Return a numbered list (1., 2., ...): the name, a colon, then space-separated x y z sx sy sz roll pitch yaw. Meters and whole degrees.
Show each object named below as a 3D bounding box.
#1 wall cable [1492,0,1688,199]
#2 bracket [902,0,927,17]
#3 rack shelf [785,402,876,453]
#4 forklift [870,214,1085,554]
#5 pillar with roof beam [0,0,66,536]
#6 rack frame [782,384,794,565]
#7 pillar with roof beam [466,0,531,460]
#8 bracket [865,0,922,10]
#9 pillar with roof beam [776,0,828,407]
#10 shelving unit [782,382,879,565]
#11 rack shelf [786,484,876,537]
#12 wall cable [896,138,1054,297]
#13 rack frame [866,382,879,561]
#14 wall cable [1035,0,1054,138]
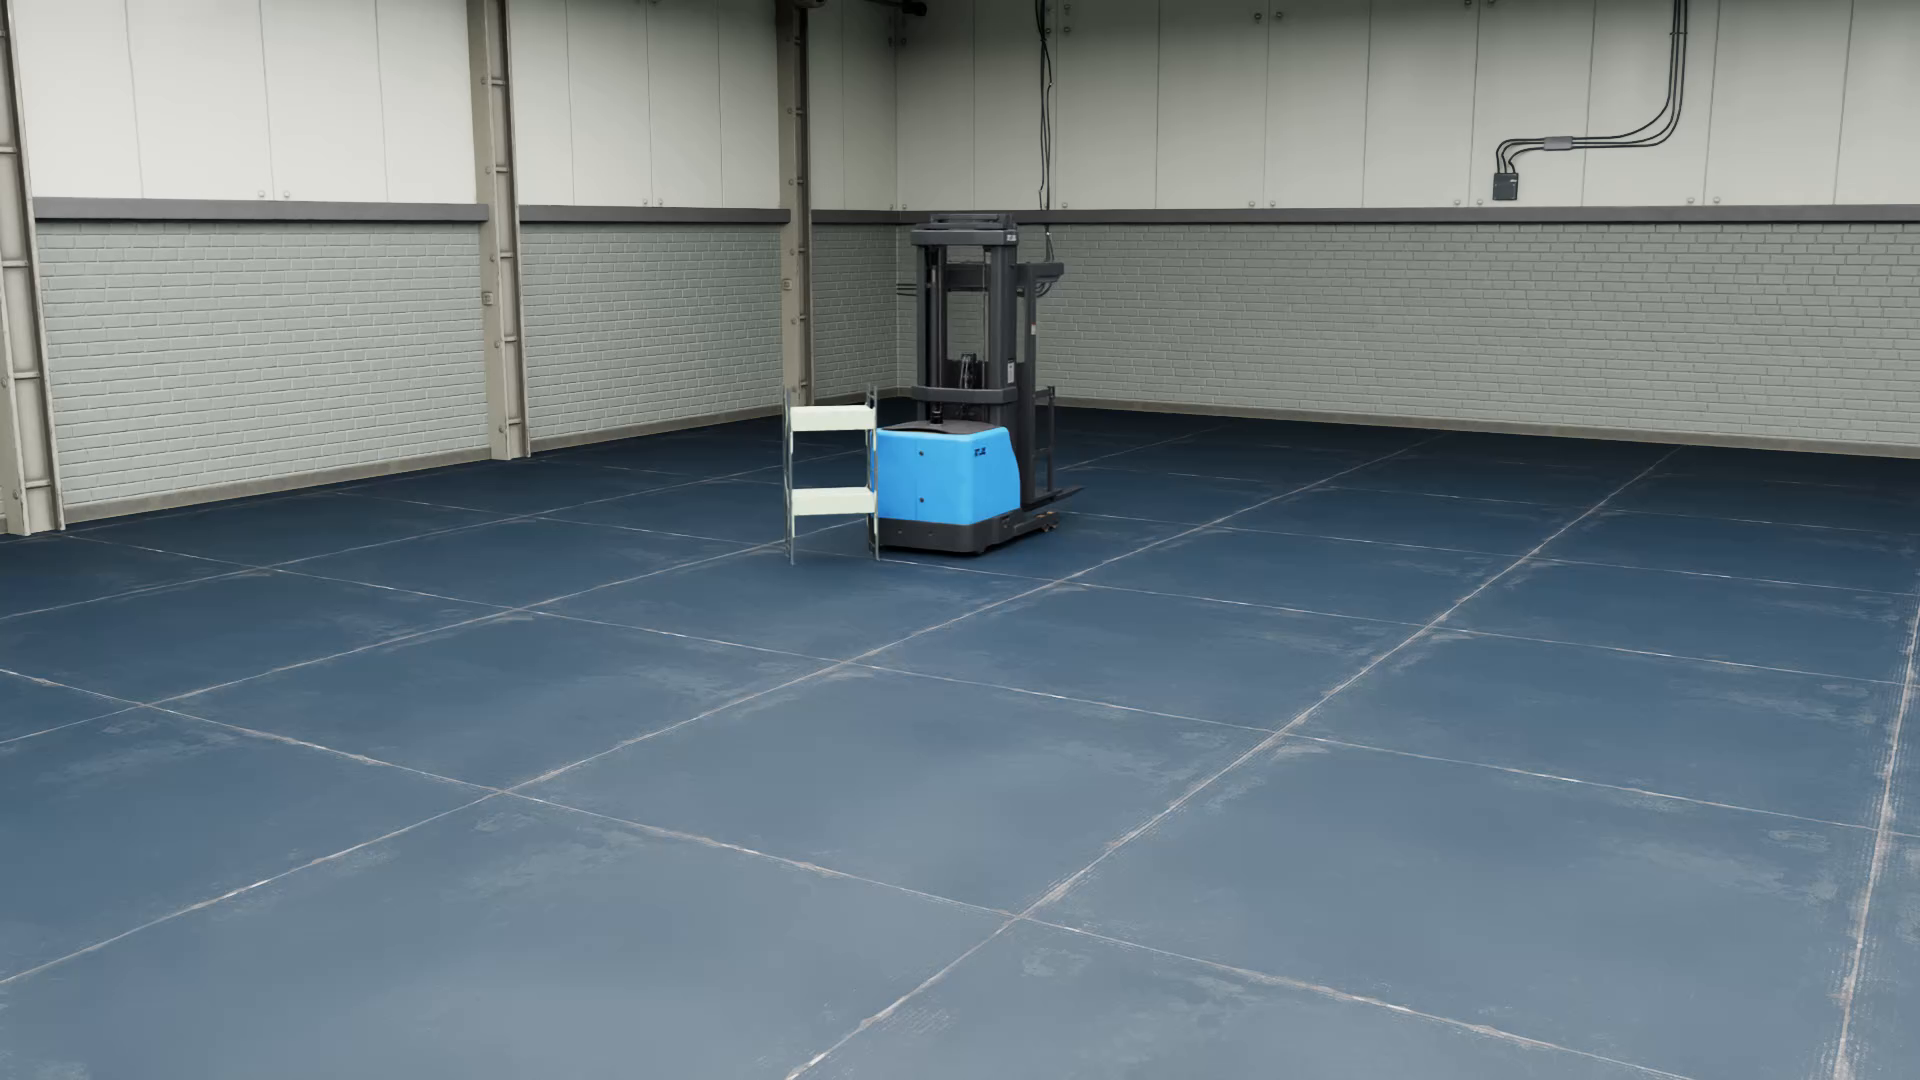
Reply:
1. wall cable: 8.272 -7.495 21.587 2.305 6.003 0.169 6 12 31
2. bracket: -0.744 -8.569 26.785 0.235 0.232 0.430 6 12 31
3. rack shelf: -1.111 -0.960 14.181 0.720 0.370 0.431 -2 11 -13
4. forklift: 0.296 -1.548 15.556 1.130 2.935 3.031 5 12 26
5. pillar with roof beam: -5.044 -4.097 12.680 9.100 9.000 0.400 6 12 31
6. rack frame: -1.468 -0.561 14.172 0.023 1.500 0.400 -2 11 -13
7. pillar with roof beam: -1.929 -5.041 17.721 9.100 9.000 0.400 6 12 31
8. bracket: -1.051 -8.476 26.289 0.076 0.066 3.189 6 12 31
9. pillar with roof beam: 1.186 -5.984 22.761 9.100 9.000 0.548 6 12 31
10. shelving unit: -1.111 -0.576 14.252 0.755 1.500 0.431 -2 11 -13
11. rack shelf: -1.111 -0.256 14.312 0.720 0.370 0.431 -2 11 -13
12. wall cable: 0.166 -5.206 27.044 3.097 2.526 0.112 6 12 31
13. rack frame: -0.755 -0.591 14.333 0.023 1.500 0.400 -2 11 -13
14. wall cable: 2.478 -7.430 25.199 3.097 2.526 0.112 6 12 31
